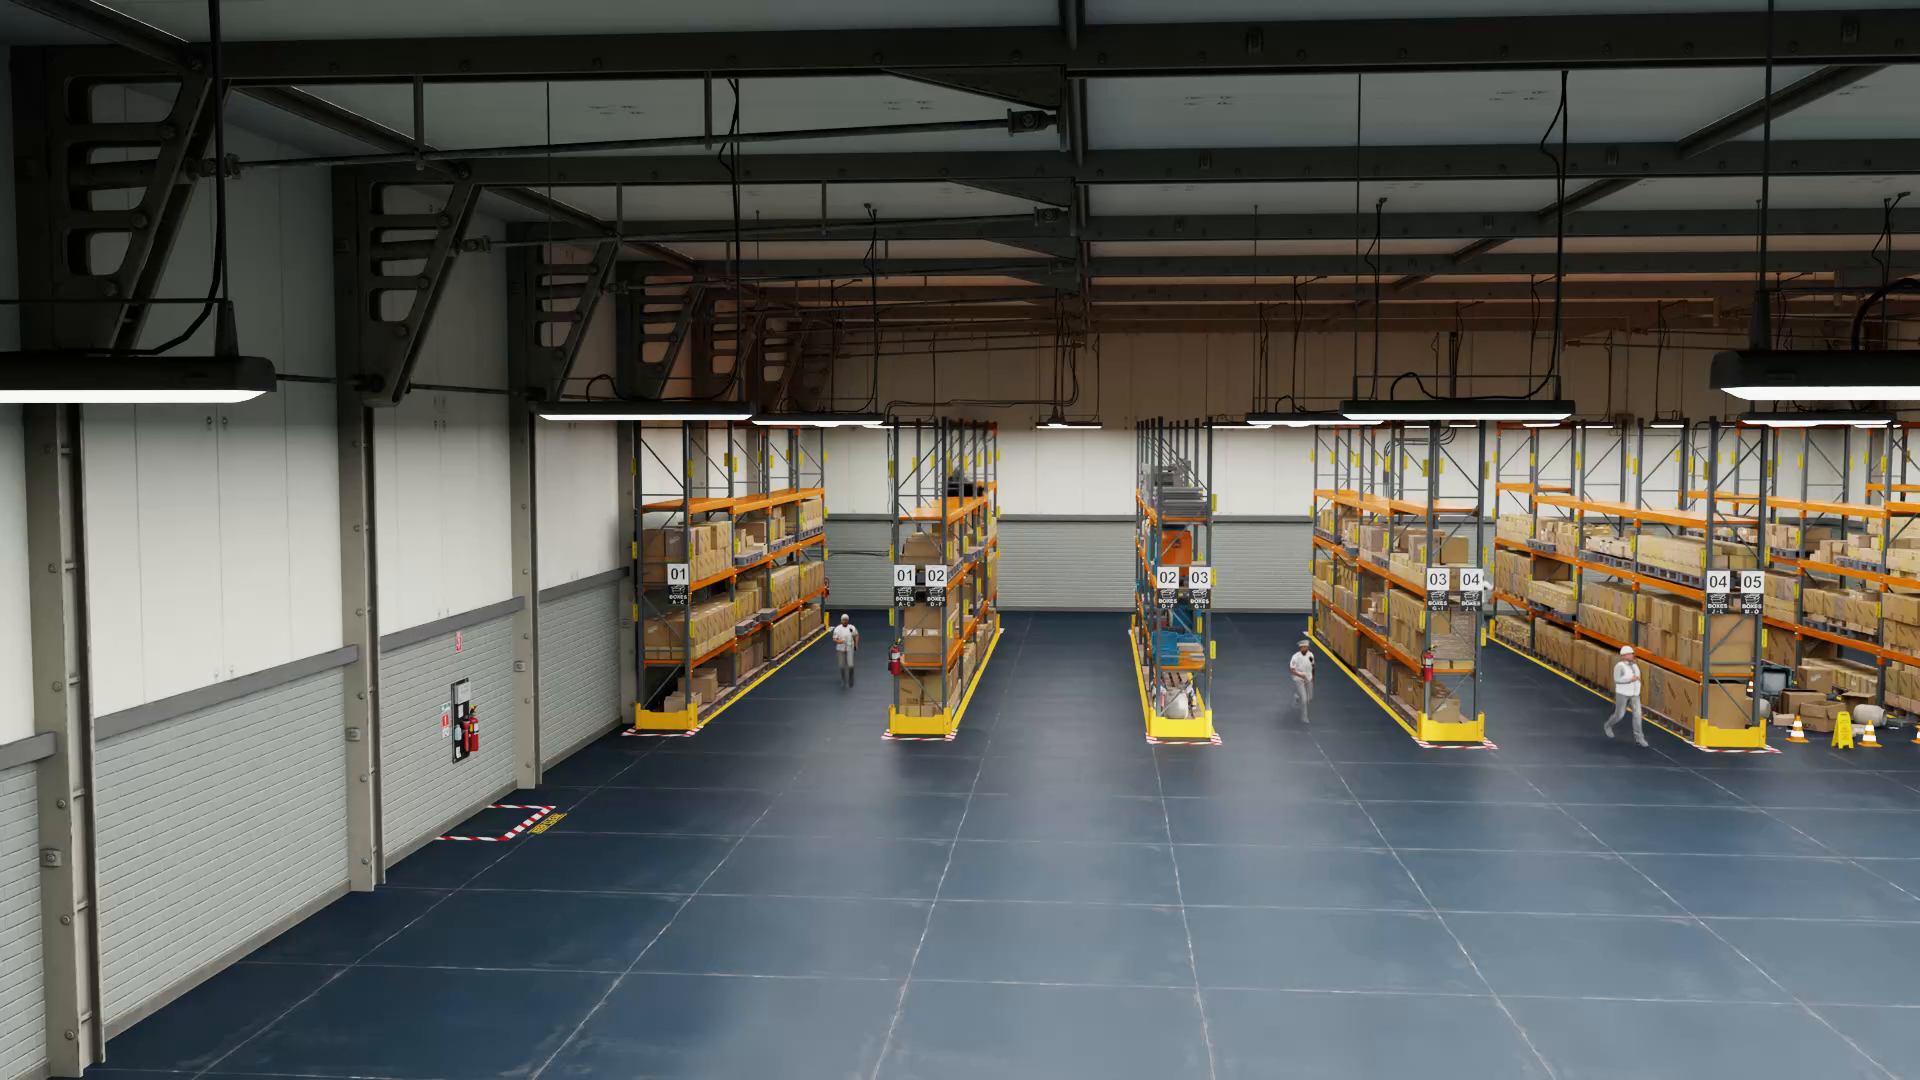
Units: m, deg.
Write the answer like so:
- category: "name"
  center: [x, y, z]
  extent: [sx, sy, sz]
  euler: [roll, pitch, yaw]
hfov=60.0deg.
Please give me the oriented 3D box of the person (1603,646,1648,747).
- category: "person"
  center: [12.233, 2.828, 30.486]
  extent: [0.657, 1.778, 0.958]
  euler: [-1, 4, -19]

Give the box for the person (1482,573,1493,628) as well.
- category: "person"
  center: [14.718, 1.767, 47.135]
  extent: [0.861, 1.795, 0.762]
  euler: [-1, 4, -20]

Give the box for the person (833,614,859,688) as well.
- category: "person"
  center: [-2.540, 2.477, 37.039]
  extent: [0.579, 1.648, 0.643]
  euler: [0, 4, -4]

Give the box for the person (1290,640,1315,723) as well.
- category: "person"
  center: [6.781, 2.776, 32.893]
  extent: [0.609, 1.654, 0.668]
  euler: [-1, 4, -18]
